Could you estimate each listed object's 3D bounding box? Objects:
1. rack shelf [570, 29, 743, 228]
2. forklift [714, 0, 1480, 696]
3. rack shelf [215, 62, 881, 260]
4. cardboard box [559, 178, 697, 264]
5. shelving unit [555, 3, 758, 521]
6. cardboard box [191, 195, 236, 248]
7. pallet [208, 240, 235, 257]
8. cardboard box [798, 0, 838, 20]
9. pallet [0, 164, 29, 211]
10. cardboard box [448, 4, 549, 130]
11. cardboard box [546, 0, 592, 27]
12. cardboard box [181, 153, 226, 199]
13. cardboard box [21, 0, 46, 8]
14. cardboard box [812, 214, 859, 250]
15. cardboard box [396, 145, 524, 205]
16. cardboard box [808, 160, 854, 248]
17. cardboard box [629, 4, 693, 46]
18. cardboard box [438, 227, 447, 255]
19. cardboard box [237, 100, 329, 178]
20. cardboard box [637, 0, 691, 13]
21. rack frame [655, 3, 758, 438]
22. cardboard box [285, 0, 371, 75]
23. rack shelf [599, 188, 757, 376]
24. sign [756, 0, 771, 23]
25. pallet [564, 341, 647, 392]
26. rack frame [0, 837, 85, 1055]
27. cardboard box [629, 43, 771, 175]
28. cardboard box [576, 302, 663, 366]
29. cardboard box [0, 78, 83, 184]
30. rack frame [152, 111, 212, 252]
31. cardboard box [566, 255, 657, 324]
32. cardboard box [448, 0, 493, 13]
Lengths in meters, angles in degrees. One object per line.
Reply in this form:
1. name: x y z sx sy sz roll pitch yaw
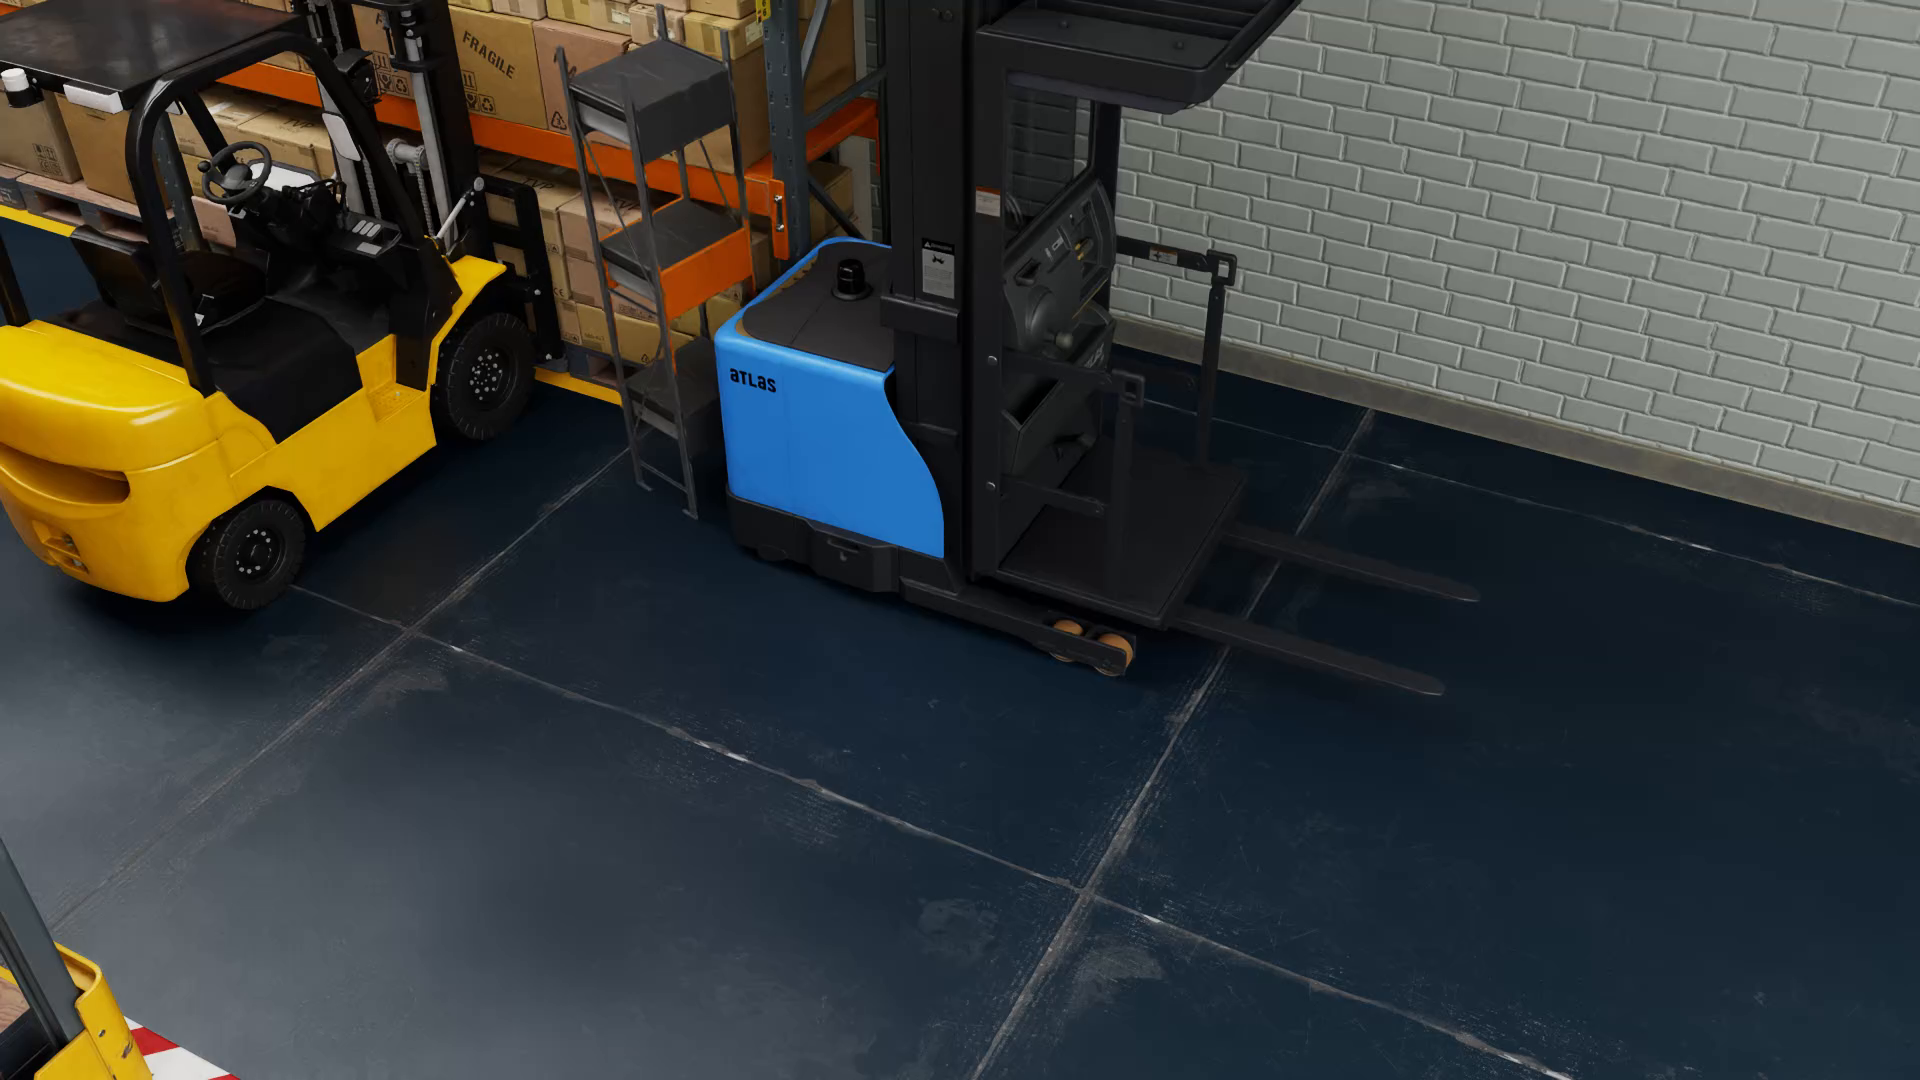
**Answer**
1. rack shelf: -1.183 -1.603 6.457 0.431 0.518 0.480 30 50 30
2. forklift: 0.562 -1.001 6.144 3.031 2.935 1.130 17 40 21
3. rack shelf: -2.290 -2.199 8.261 4.000 0.370 1.077 17 41 21
4. cardboard box: -1.523 -1.499 7.844 0.500 0.250 0.500 18 41 22
5. shelving unit: -1.172 -1.087 6.910 0.431 2.100 0.503 30 50 30
6. cardboard box: -3.789 -1.802 9.069 0.500 0.250 0.500 18 41 22
7. pallet: -3.379 -1.688 9.299 1.213 0.211 1.003 17 41 21
8. cardboard box: -0.696 -2.461 7.393 0.250 0.149 0.380 16 40 20
9. pallet: -5.826 -2.454 10.308 1.213 0.211 1.003 17 41 21
10. cardboard box: -1.983 -2.257 7.660 0.500 0.500 0.500 17 40 21
11. cardboard box: -1.609 -2.409 7.323 0.250 0.149 0.380 17 40 21
12. cardboard box: -3.778 -2.013 8.934 0.500 0.250 0.500 17 40 21
13. cardboard box: -4.634 -2.982 8.821 0.500 0.250 0.500 18 41 22
14. cardboard box: -0.836 -1.443 8.184 0.500 0.250 0.500 18 41 22
15. cardboard box: -2.422 -1.779 8.213 0.500 0.250 0.500 17 40 21
16. cardboard box: -0.854 -1.635 8.023 0.500 0.250 0.500 17 40 21
17. cardboard box: -1.191 -2.229 7.086 0.250 0.149 0.380 18 41 22
18. cardboard box: -2.441 -1.587 8.373 0.500 0.250 0.500 17 40 21
19. cardboard box: -3.331 -2.062 8.585 0.500 0.250 0.500 17 41 22
20. cardboard box: -1.162 -2.385 7.045 0.250 0.149 0.380 17 41 22
21. rack frame: -1.011 -1.209 7.046 0.400 2.100 0.015 30 50 30
22. cardboard box: -2.872 -2.542 8.035 0.500 0.500 0.500 17 40 21
23. rack shelf: -1.171 -1.076 6.919 0.431 0.518 0.480 30 50 30
24. sign: -0.776 -2.198 6.511 0.005 0.325 0.100 17 41 21
25. pallet: -1.212 -1.009 8.405 1.213 0.211 1.003 17 41 21
26. rack frame: -2.793 0.736 3.799 0.127 3.000 1.000 17 41 21
27. cardboard box: -1.072 -1.965 7.276 0.500 0.500 0.500 16 40 21
28. cardboard box: -1.514 -1.106 8.153 0.500 0.250 0.500 17 41 21
29. cardboard box: -5.220 -2.622 9.840 0.625 0.625 0.875 17 40 21
30. rack frame: -4.066 -3.042 8.776 0.127 3.000 1.000 17 41 21
31. cardboard box: -1.530 -1.314 8.013 0.500 0.250 0.500 17 40 21
32. cardboard box: -2.101 -2.517 7.466 0.250 0.149 0.380 18 41 22
